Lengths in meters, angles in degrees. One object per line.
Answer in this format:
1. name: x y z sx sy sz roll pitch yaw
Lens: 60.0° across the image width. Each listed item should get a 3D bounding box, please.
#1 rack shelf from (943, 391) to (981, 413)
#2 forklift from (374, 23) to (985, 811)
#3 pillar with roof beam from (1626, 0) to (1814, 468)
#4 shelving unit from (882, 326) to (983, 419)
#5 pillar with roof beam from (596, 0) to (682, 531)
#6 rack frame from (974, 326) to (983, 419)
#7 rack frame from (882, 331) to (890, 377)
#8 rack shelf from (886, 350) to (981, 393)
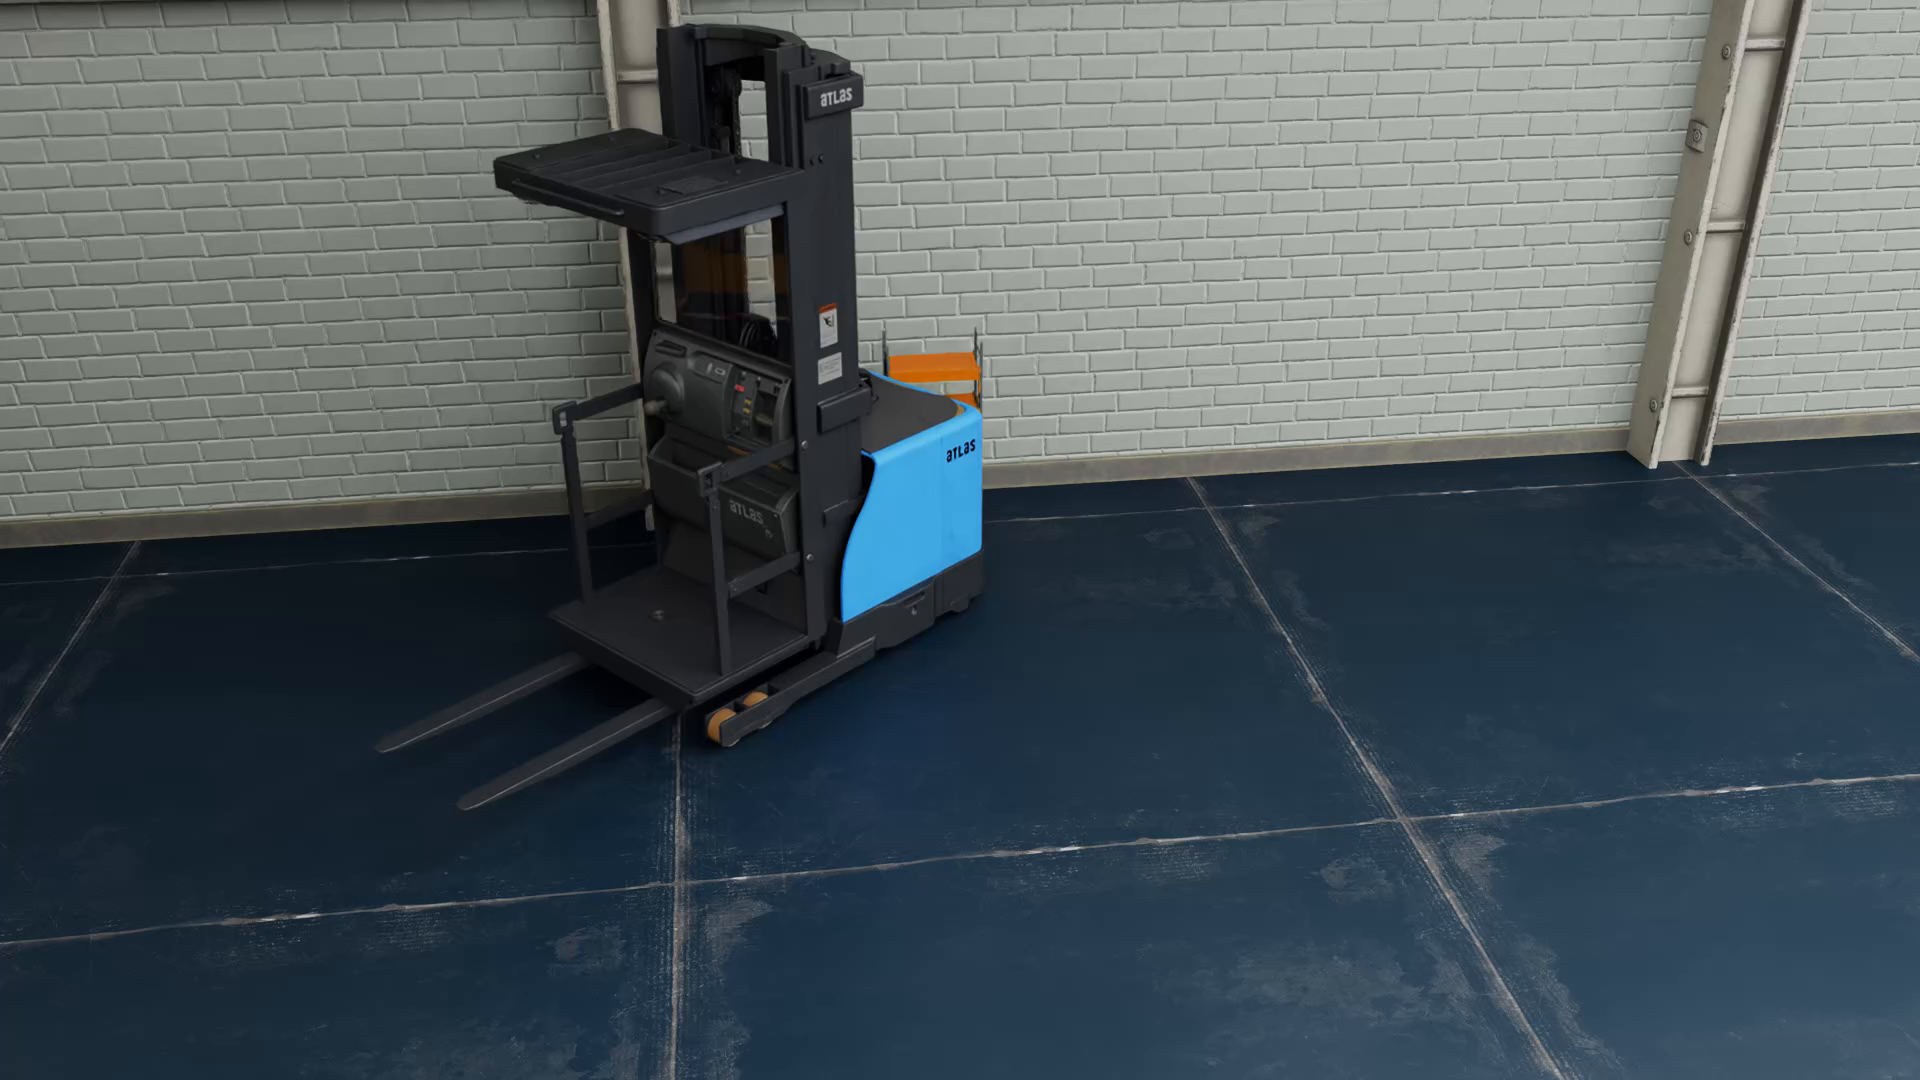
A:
1. rack shelf: -0.145 -0.671 8.900 0.480 0.148 0.258 -3 27 -7
2. forklift: -1.230 -0.639 7.286 1.130 2.935 3.031 22 35 36
3. pillar with roof beam: 4.955 -2.574 4.410 0.400 9.000 9.100 -4 27 -7
4. shelving unit: -0.145 -0.531 8.971 0.503 1.200 0.258 -3 27 -7
5. pillar with roof beam: -0.987 -2.193 3.666 0.400 9.000 9.100 -4 27 -7
6. rack frame: 0.097 -0.546 8.999 0.015 1.200 0.240 -3 27 -7
7. rack frame: -0.387 -0.517 8.943 0.015 1.200 0.240 -3 27 -7
8. rack shelf: -0.145 -0.881 8.792 0.480 0.148 0.258 -3 27 -7
